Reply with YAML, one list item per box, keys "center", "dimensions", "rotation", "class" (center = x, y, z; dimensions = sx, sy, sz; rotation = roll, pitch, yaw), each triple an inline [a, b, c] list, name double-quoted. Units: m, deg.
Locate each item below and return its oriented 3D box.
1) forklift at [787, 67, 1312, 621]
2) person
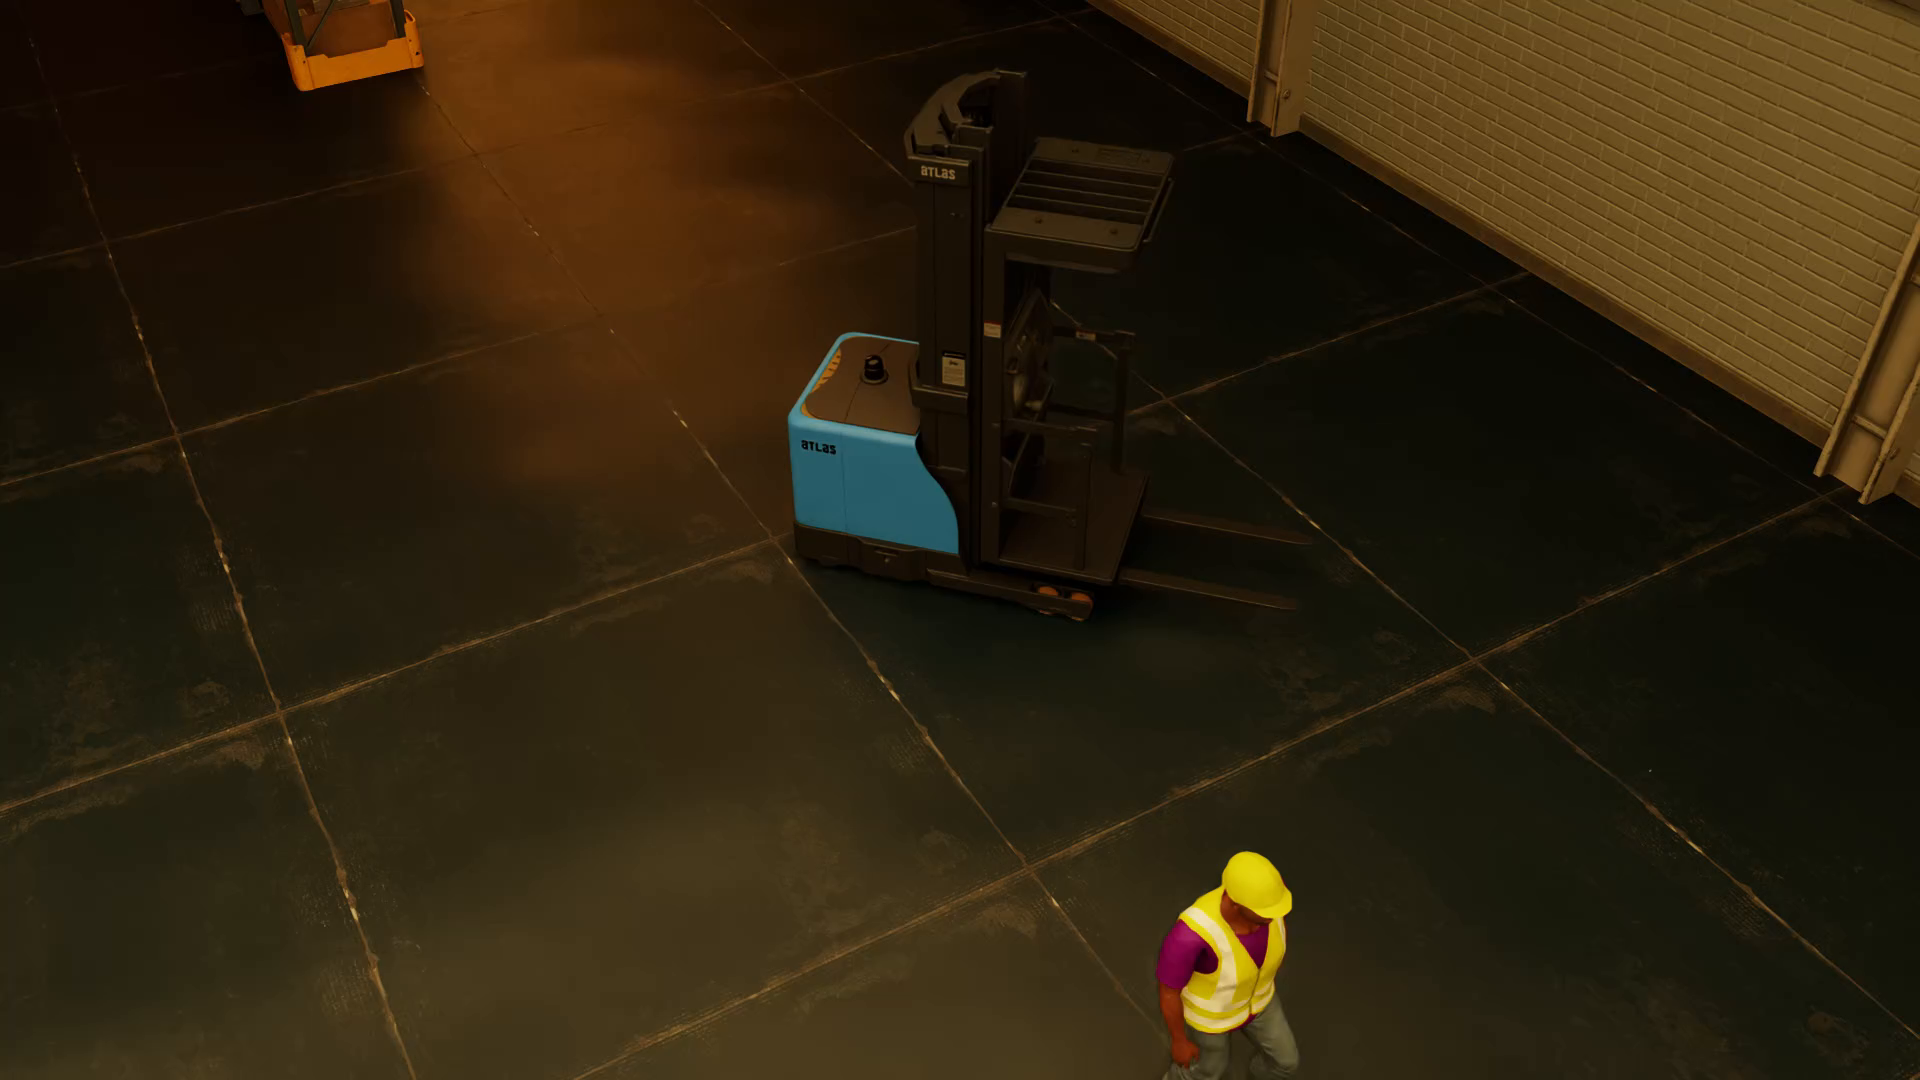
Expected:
- center: [0.568, -1.035, 9.283]
  dimensions: [3.031, 2.935, 1.130]
  rotation: [11, 41, 13]
  class: "forklift"
- center: [1.105, 1.897, 6.732]
  dimensions: [0.672, 1.808, 0.517]
  rotation: [-24, 45, -26]
  class: "person"
